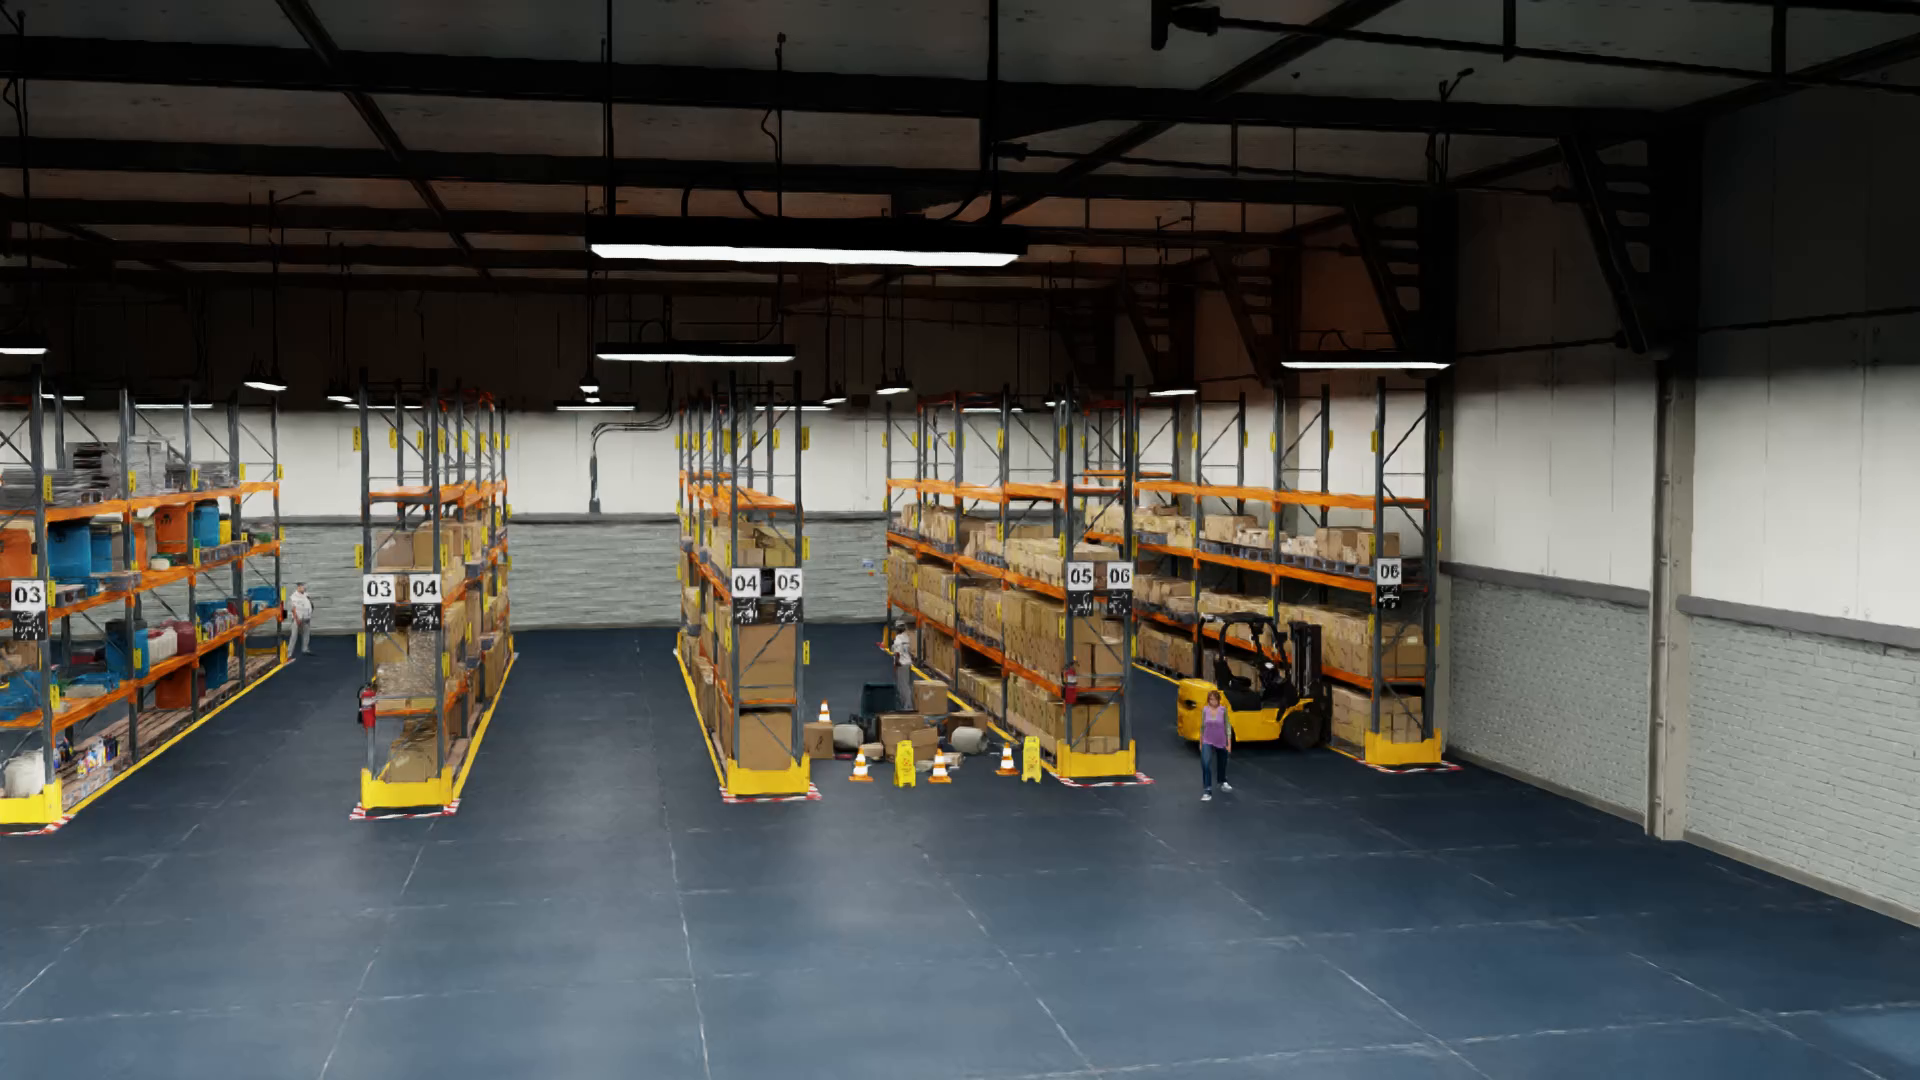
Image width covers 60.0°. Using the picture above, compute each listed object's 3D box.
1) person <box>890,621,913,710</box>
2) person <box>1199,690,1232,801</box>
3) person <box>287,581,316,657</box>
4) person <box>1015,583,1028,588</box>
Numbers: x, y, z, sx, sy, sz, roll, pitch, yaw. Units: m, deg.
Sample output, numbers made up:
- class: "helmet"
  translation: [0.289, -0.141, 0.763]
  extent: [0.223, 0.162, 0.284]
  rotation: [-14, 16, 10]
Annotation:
- class: "person"
  translation: [-1.107, 2.331, 30.700]
  extent: [0.543, 1.661, 0.581]
  rotation: [1, 4, 15]
- class: "person"
  translation: [3.588, 2.856, 23.330]
  extent: [0.461, 1.494, 0.867]
  rotation: [1, 3, 10]
- class: "person"
  translation: [-15.374, 1.826, 38.657]
  extent: [0.476, 1.756, 0.727]
  rotation: [1, 4, 19]
- class: "person"
  translation: [1.428, 1.663, 41.166]
  extent: [0.621, 1.786, 0.683]
  rotation: [-2, 4, -27]
